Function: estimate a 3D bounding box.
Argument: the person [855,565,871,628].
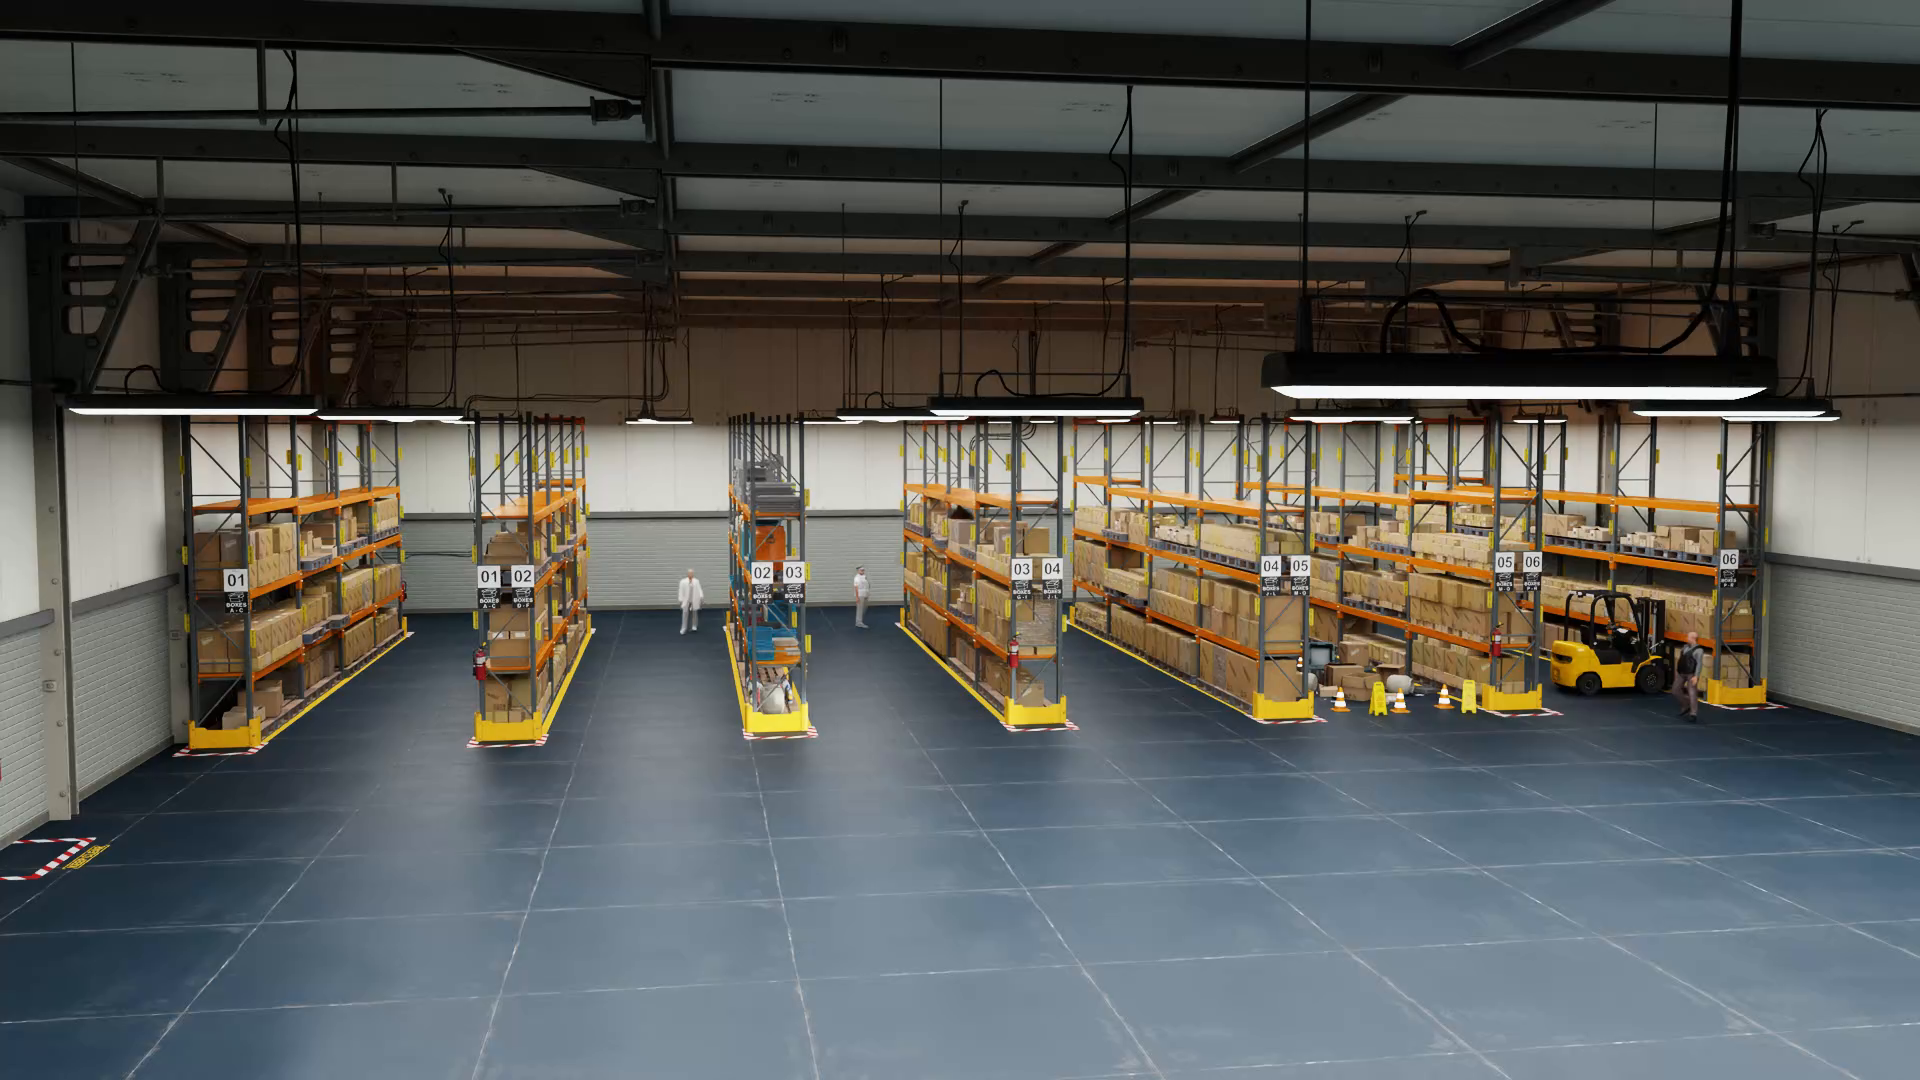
[{"bbox_3d":[-2.807,1.605,47.572,0.435,1.777,0.604,1,4,15],"label":"person"}]

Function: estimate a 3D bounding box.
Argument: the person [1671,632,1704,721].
[{"bbox_3d":[14.251,2.649,32.493,0.454,1.718,0.616,-2,4,-26],"label":"person"}]

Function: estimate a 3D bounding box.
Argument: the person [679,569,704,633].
[{"bbox_3d":[-7.476,1.686,46.233,0.720,1.727,1.052,0,4,0],"label":"person"}]
